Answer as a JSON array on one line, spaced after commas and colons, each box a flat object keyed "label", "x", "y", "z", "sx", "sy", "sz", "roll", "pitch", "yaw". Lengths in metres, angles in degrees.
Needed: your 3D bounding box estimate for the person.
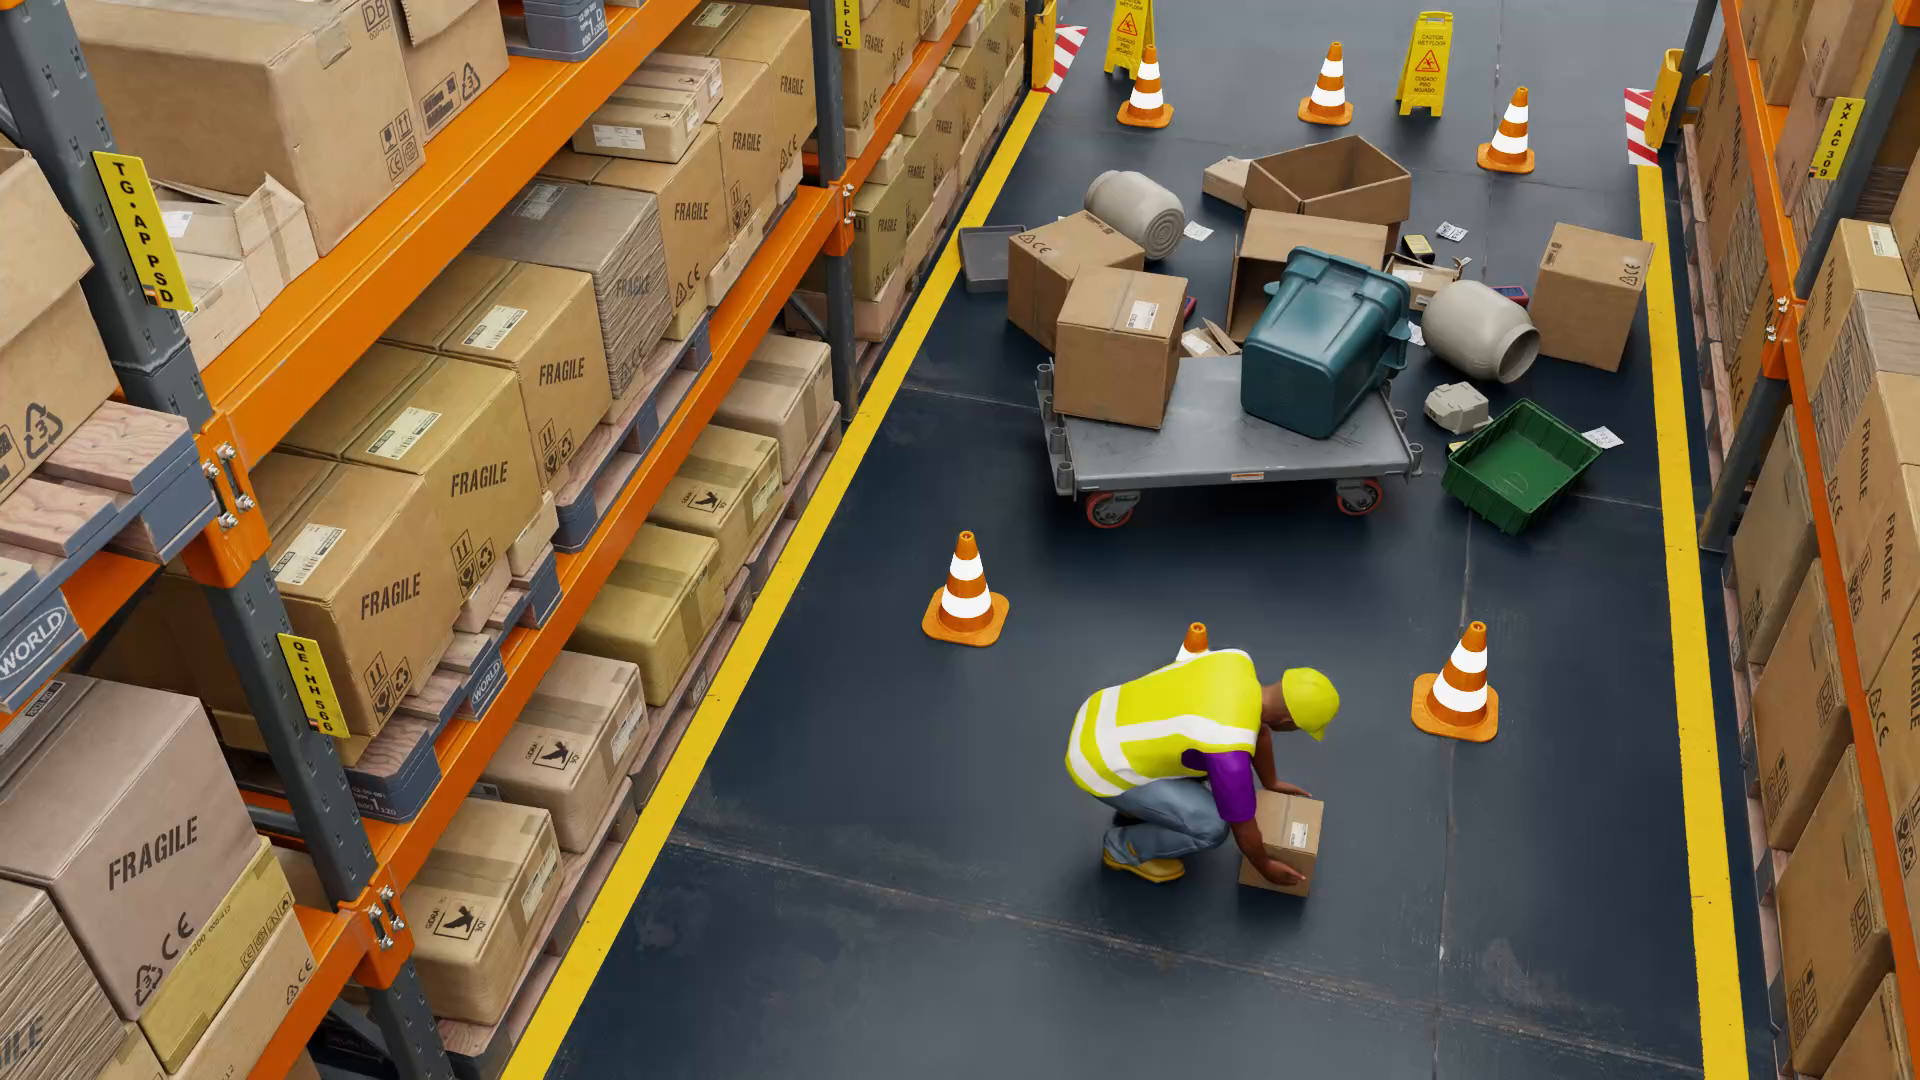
[{"label": "person", "x": 0.840, "y": 0.762, "z": 5.904, "sx": 0.897, "sy": 0.926, "sz": 0.568, "roll": 10, "pitch": 42, "yaw": 11}]
